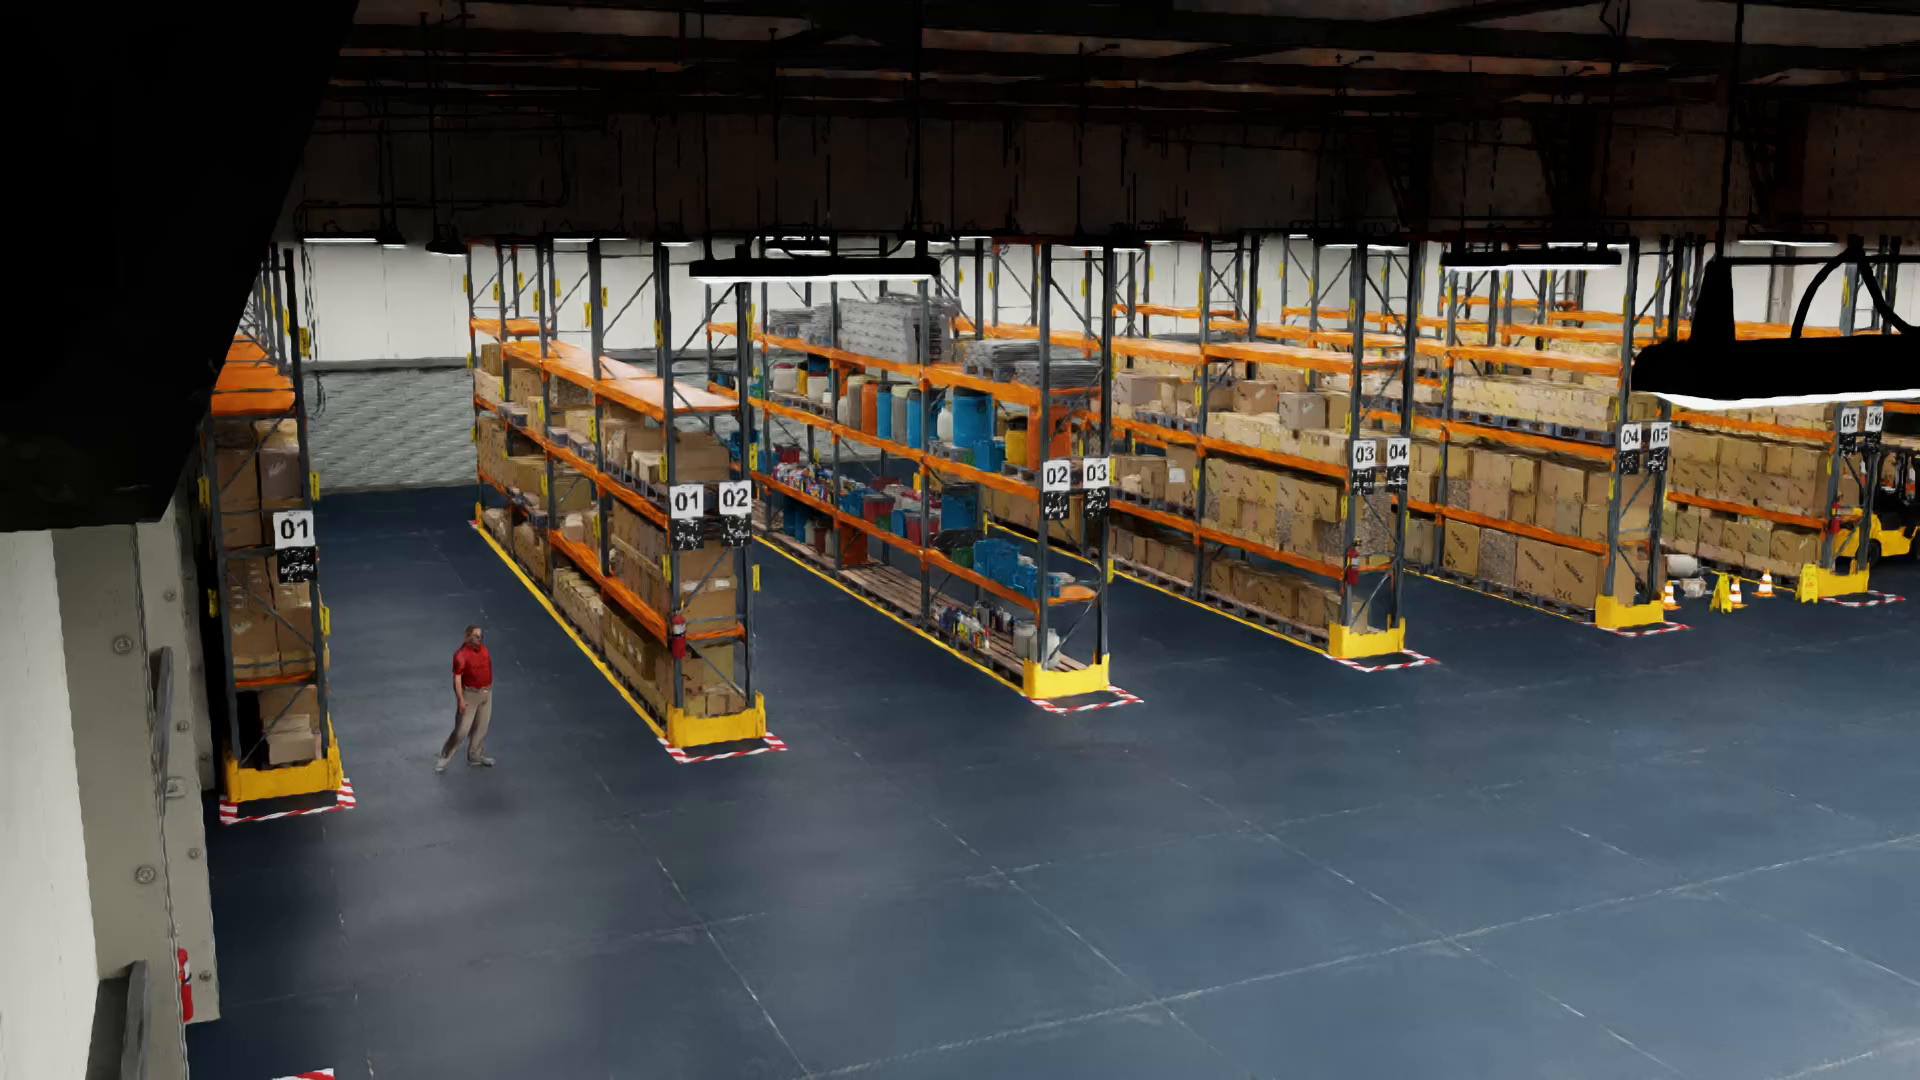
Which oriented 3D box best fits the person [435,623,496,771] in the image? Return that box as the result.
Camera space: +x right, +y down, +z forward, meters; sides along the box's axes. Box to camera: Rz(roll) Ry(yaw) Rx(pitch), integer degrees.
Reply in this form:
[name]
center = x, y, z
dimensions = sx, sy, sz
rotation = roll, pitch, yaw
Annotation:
[person]
center = -5.742, 1.819, 19.244
dimensions = 0.545, 1.719, 0.736
rotation = 5, 12, 25
